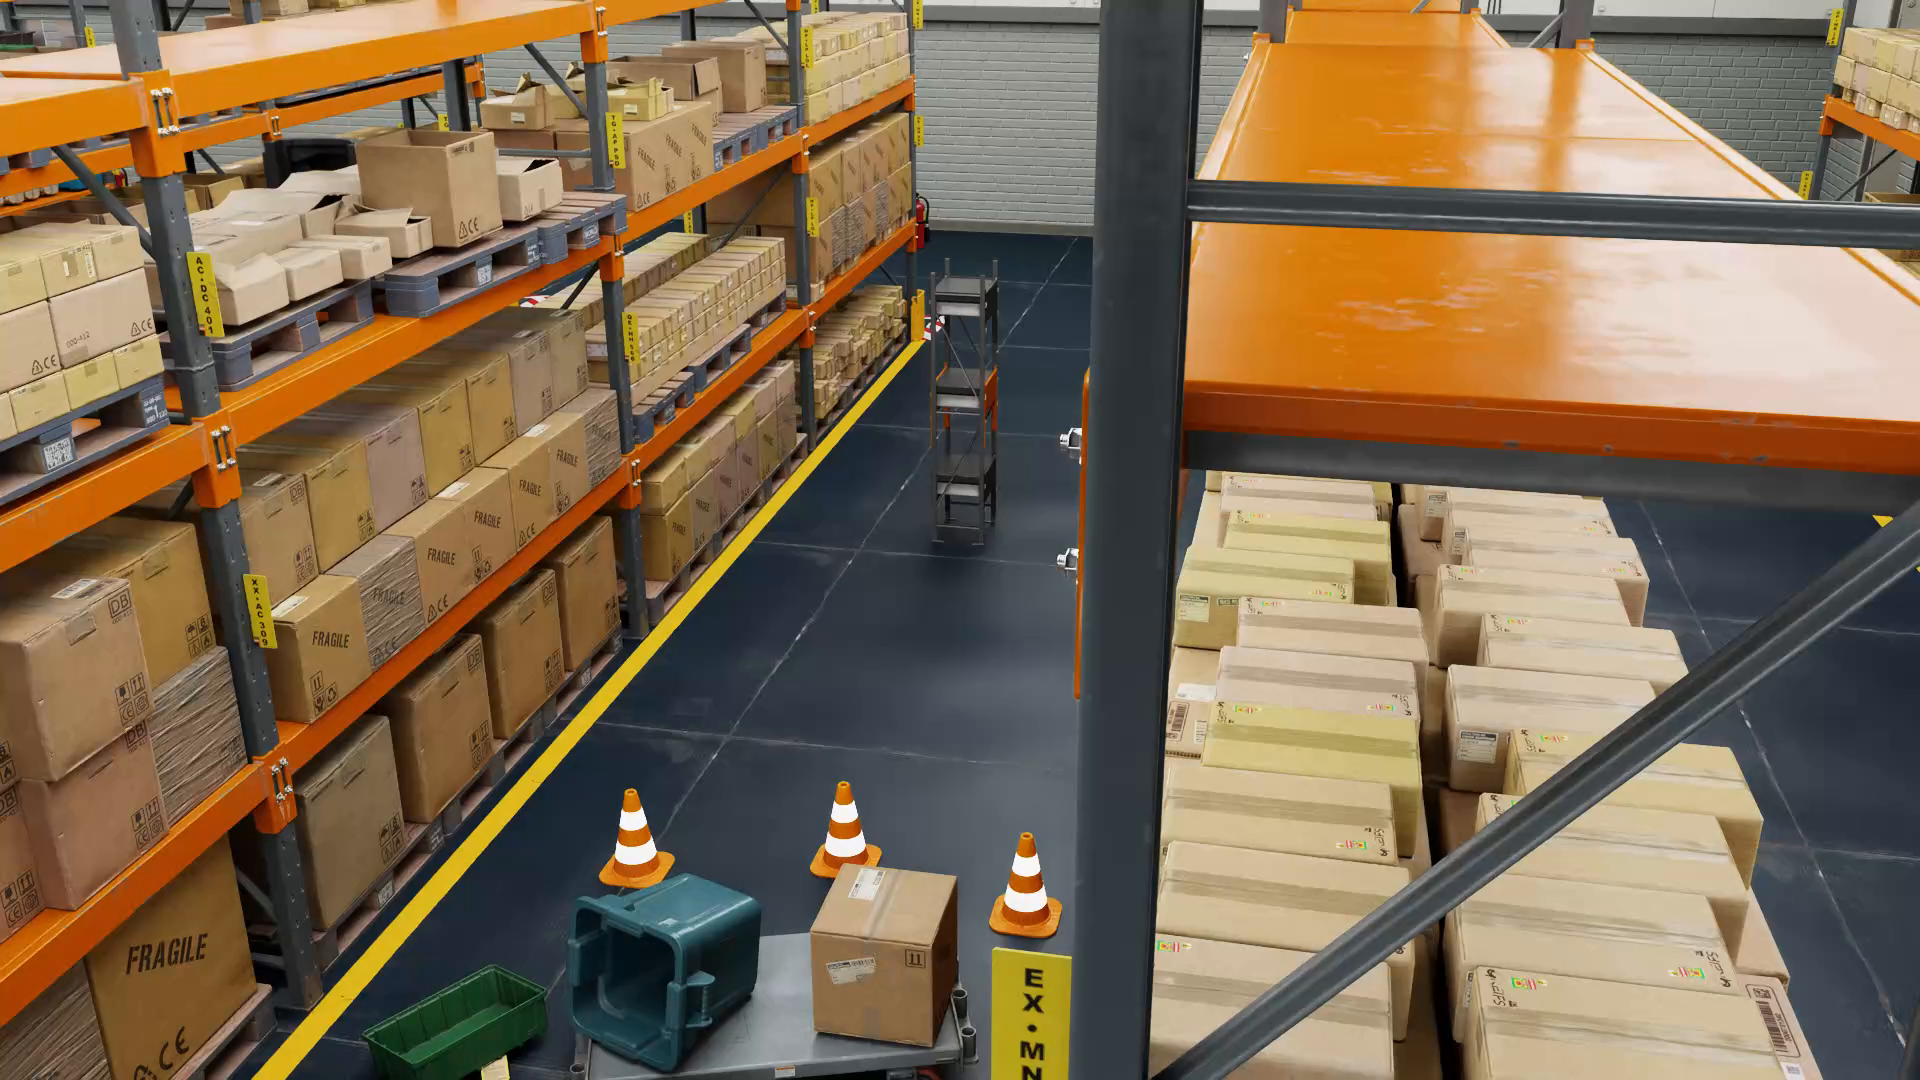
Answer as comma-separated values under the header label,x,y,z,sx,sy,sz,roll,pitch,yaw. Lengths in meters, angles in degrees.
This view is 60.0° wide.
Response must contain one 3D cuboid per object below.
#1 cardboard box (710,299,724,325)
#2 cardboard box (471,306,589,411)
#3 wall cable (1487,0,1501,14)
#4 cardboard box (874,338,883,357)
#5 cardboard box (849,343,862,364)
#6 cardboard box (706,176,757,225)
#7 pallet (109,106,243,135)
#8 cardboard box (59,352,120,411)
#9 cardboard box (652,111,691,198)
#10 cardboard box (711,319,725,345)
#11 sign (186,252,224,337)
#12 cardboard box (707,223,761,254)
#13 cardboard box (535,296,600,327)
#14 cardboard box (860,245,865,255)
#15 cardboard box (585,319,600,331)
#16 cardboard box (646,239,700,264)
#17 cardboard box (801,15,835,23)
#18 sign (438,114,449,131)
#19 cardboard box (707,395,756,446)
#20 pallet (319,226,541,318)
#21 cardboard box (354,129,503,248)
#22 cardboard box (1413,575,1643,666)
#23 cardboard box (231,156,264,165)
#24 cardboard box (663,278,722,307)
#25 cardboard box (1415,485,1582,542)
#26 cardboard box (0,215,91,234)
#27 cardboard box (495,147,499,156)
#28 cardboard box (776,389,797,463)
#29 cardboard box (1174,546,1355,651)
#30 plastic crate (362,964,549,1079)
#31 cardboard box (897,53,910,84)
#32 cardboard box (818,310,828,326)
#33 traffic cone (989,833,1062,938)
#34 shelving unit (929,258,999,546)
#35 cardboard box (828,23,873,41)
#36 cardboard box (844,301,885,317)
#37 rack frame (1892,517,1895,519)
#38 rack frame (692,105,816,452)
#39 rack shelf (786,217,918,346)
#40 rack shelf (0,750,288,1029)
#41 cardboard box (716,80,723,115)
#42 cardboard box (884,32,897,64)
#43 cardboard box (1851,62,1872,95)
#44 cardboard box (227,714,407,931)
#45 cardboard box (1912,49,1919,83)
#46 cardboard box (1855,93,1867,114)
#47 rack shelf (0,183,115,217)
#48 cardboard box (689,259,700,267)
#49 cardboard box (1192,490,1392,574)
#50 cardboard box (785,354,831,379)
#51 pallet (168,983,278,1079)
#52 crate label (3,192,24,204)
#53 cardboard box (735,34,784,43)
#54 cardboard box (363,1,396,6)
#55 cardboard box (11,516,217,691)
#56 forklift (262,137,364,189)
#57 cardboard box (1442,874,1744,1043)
label,x,y,z,sx,sy,sz,roll,pitch,yaw
cardboard box,-1.999,-1.719,12.483,0.380,0.149,0.250,5,23,13
cardboard box,-2.708,-1.118,10.142,0.700,0.500,0.500,4,22,11
wall cable,8.232,-7.974,20.558,2.988,3.039,0.133,4,22,11
cardboard box,-0.997,-1.980,17.008,0.380,0.149,0.250,3,22,9
cardboard box,-1.175,-1.829,16.235,0.380,0.149,0.250,4,22,11
cardboard box,-1.959,-3.075,14.603,0.500,0.500,0.500,4,22,9
pallet,-6.764,-3.613,14.050,0.805,0.209,1.217,4,22,9
cardboard box,-3.236,-0.575,5.891,0.380,0.149,0.250,5,22,12
cardboard box,-2.135,-2.581,11.098,0.500,0.500,0.500,4,22,11
cardboard box,-1.995,-1.578,12.531,0.380,0.149,0.250,4,22,9
sign,-2.879,-0.935,6.346,0.100,0.325,0.005,4,22,11
cardboard box,-1.968,-2.617,14.804,0.500,0.500,0.500,4,22,11
cardboard box,-2.798,-1.625,11.851,0.380,0.149,0.250,5,22,13
cardboard box,-1.151,-2.877,16.319,0.380,0.149,0.250,5,22,12
cardboard box,-2.796,-1.489,11.911,0.380,0.149,0.250,5,22,11
cardboard box,-2.372,-2.377,13.718,0.380,0.149,0.250,5,22,12
cardboard box,-1.460,-5.149,16.606,0.380,0.149,0.250,4,22,11
sign,-3.138,-2.445,10.201,0.100,0.325,0.005,4,22,11
cardboard box,-1.907,-0.944,12.963,0.500,0.250,0.500,3,22,9
pallet,-2.912,-1.426,8.618,1.003,0.211,1.213,6,23,13
cardboard box,-2.687,-1.793,8.446,0.500,0.500,0.500,4,22,11
cardboard box,1.308,0.311,3.853,0.500,0.250,0.500,5,22,12
cardboard box,-6.687,-3.437,16.171,0.500,0.500,0.500,5,22,11
cardboard box,-2.002,-1.852,12.414,0.380,0.149,0.250,4,22,10
cardboard box,1.395,-0.098,4.336,0.380,0.149,0.250,4,22,10
cardboard box,-7.141,-2.202,12.830,0.797,0.503,0.637,5,22,12
cardboard box,-2.970,-2.115,9.497,0.500,0.311,0.500,4,22,11
cardboard box,-1.695,-0.980,14.055,0.500,0.500,0.500,4,22,10
cardboard box,0.687,0.140,3.743,0.380,0.149,0.250,5,22,12
plastic crate,-2.176,2.133,7.230,0.450,0.188,0.662,7,21,42
cardboard box,-0.808,-4.832,17.023,0.500,0.250,0.500,4,22,10
cardboard box,-1.565,-2.290,16.981,0.380,0.149,0.250,5,23,13
traffic cone,0.326,1.648,8.141,0.336,0.463,0.334,4,22,11
shelving unit,0.034,-1.035,12.612,0.431,2.100,0.503,4,22,11
cardboard box,-1.047,-4.826,15.804,0.380,0.149,0.250,5,22,12
cardboard box,-0.985,-2.351,17.133,0.380,0.149,0.250,4,22,9
rack frame,7.936,-1.517,12.605,1.000,3.000,0.127,4,22,11
rack frame,-1.791,-2.234,14.386,1.000,3.000,0.127,4,22,11
rack shelf,-1.383,-2.632,16.336,1.077,0.370,4.000,4,22,11
rack shelf,-3.831,1.757,5.439,1.077,0.370,4.000,4,22,11
cardboard box,-2.176,-3.473,13.004,0.500,0.311,0.500,4,22,10
cardboard box,-0.922,-4.876,16.461,0.500,0.250,0.500,4,22,9
cardboard box,8.310,-4.111,14.832,0.500,0.250,0.500,5,22,12
cardboard box,-3.384,1.306,8.044,1.050,0.750,0.750,4,22,11
cardboard box,8.010,-3.782,13.348,0.500,0.250,0.500,5,22,12
cardboard box,8.211,-3.882,14.798,0.380,0.149,0.250,5,22,12
rack shelf,-11.066,-3.425,18.305,1.077,0.370,4.000,4,22,11
cardboard box,-2.372,-2.247,13.792,0.380,0.149,0.250,4,22,10
cardboard box,0.875,0.084,4.418,0.500,0.250,0.500,5,22,11
cardboard box,-1.403,-1.589,15.241,0.380,0.149,0.250,6,23,14
pallet,-3.655,2.257,6.966,1.003,0.211,1.213,4,22,11
crate label,-10.753,-3.875,18.732,0.396,0.136,0.243,4,22,11
cardboard box,-1.773,-4.385,14.709,0.380,0.149,0.250,5,23,13
cardboard box,-6.154,-5.207,16.923,0.700,0.500,0.500,3,22,7
cardboard box,-3.532,0.253,6.563,0.875,0.550,0.550,4,22,11
forklift,-4.857,-1.442,12.511,1.130,2.935,3.031,4,22,10
cardboard box,0.935,0.642,2.497,0.380,0.149,0.250,4,22,11
